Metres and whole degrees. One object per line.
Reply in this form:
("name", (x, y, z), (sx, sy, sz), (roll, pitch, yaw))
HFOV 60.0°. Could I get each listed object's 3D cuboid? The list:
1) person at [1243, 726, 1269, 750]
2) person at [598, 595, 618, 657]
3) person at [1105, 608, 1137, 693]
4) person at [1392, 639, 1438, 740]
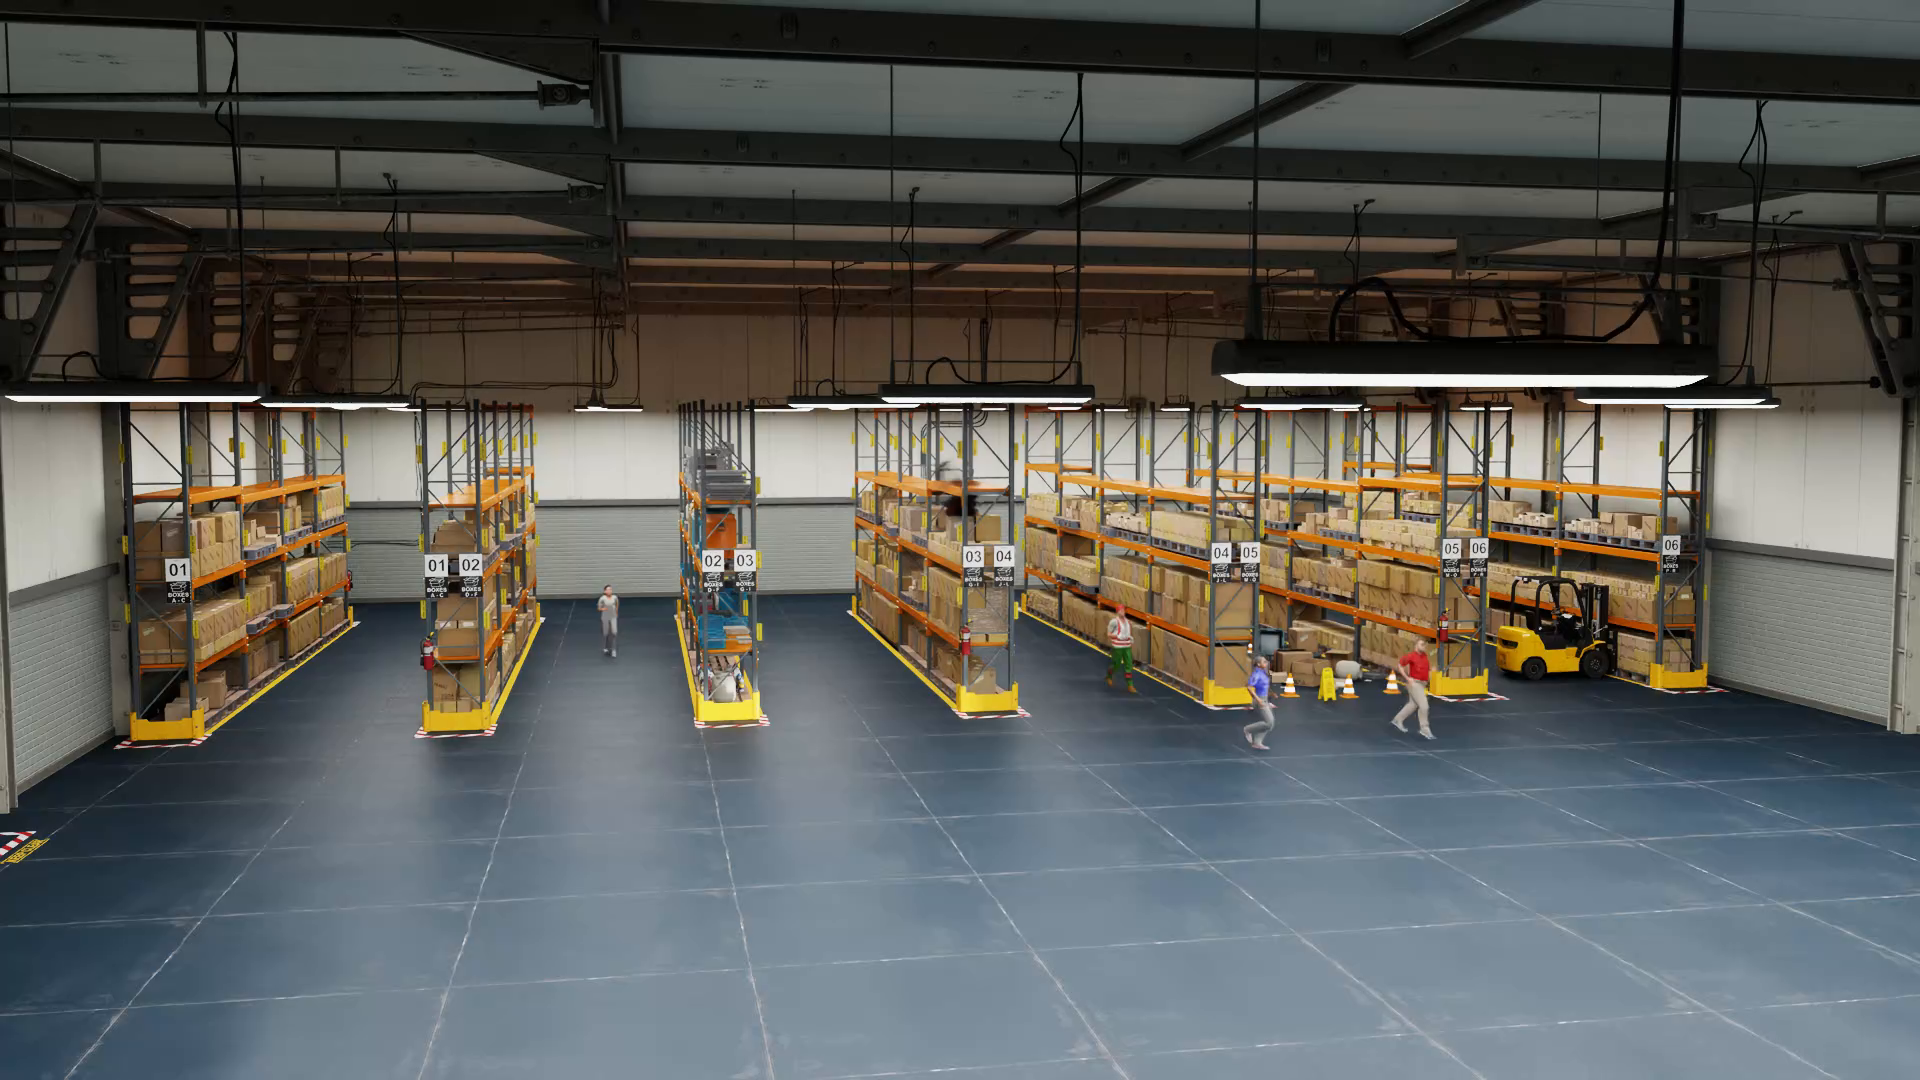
("person", (5.070, 3.385, 28.463), (0.426, 0.400, 0.229), (2, 5, 23))
("person", (-7.236, 1.902, 40.530), (3.282, 1.606, 1.812), (-2, 5, -20))
("person", (3.323, 2.239, 34.285), (0.654, 1.736, 0.988), (-2, 5, -29))
("person", (8.121, 2.634, 29.605), (0.884, 1.778, 0.636), (3, 5, 38))
